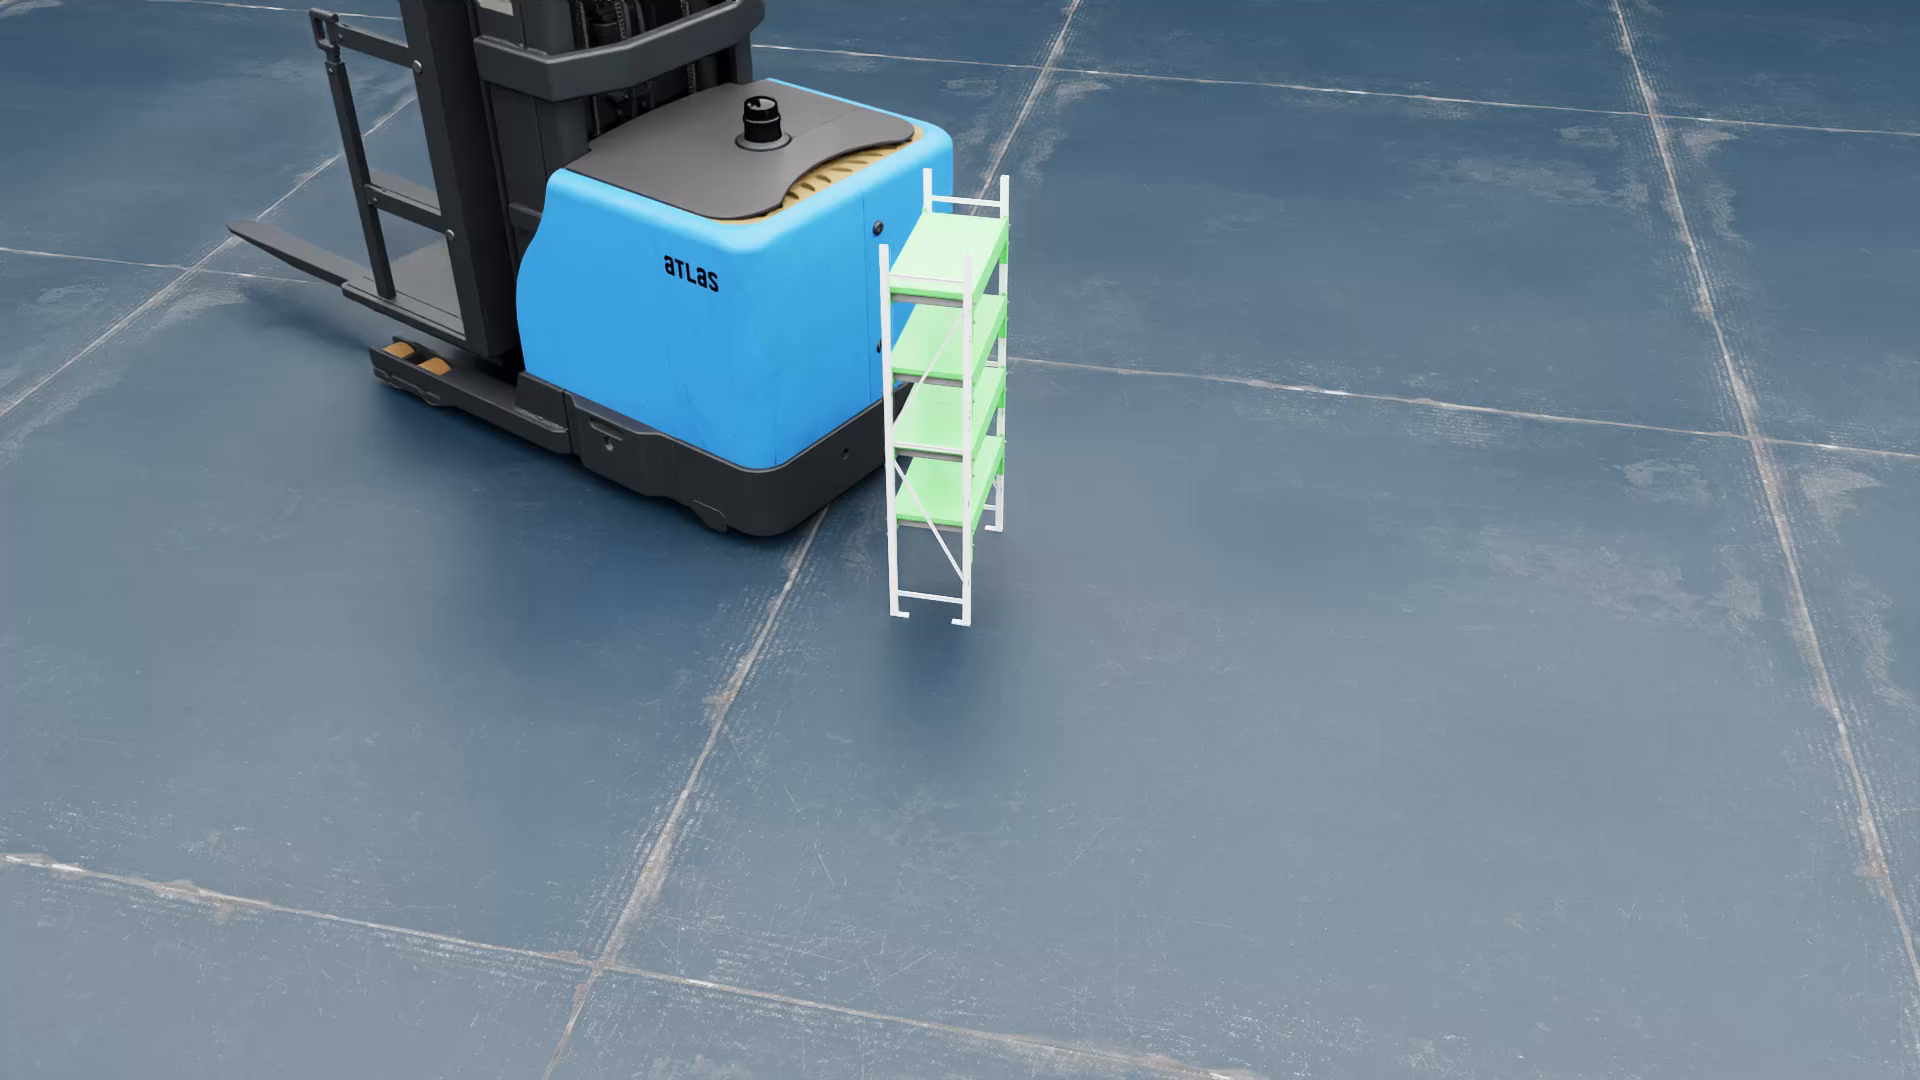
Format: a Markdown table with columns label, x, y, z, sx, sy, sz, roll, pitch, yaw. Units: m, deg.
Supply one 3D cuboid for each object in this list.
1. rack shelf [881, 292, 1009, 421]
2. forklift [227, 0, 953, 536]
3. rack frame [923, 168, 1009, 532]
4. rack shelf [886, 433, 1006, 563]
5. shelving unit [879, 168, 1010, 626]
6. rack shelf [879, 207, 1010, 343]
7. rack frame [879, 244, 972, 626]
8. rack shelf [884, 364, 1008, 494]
| label | x | y | z | sx | sy | sz | roll | pitch | yaw |
| --- | --- | --- | --- | --- | --- | --- | --- | --- | --- |
| rack shelf | -0.035 | -0.534 | 4.664 | 0.258 | 0.148 | 0.480 | 7 | 37 | 10 |
| forklift | -1.495 | -1.889 | 5.359 | 3.031 | 2.935 | 1.130 | 23 | 42 | 29 |
| rack frame | 0.017 | -0.531 | 4.960 | 0.240 | 1.200 | 0.015 | 7 | 37 | 10 |
| rack shelf | -0.035 | -0.145 | 4.945 | 0.258 | 0.148 | 0.480 | 7 | 37 | 10 |
| shelving unit | -0.035 | -0.391 | 4.767 | 0.258 | 1.200 | 0.503 | 7 | 37 | 10 |
| rack shelf | -0.035 | -0.728 | 4.523 | 0.258 | 0.148 | 0.480 | 7 | 37 | 10 |
| rack frame | -0.087 | -0.251 | 4.574 | 0.240 | 1.200 | 0.015 | 7 | 37 | 10 |
| rack shelf | -0.035 | -0.339 | 4.804 | 0.258 | 0.148 | 0.480 | 7 | 37 | 10 |
